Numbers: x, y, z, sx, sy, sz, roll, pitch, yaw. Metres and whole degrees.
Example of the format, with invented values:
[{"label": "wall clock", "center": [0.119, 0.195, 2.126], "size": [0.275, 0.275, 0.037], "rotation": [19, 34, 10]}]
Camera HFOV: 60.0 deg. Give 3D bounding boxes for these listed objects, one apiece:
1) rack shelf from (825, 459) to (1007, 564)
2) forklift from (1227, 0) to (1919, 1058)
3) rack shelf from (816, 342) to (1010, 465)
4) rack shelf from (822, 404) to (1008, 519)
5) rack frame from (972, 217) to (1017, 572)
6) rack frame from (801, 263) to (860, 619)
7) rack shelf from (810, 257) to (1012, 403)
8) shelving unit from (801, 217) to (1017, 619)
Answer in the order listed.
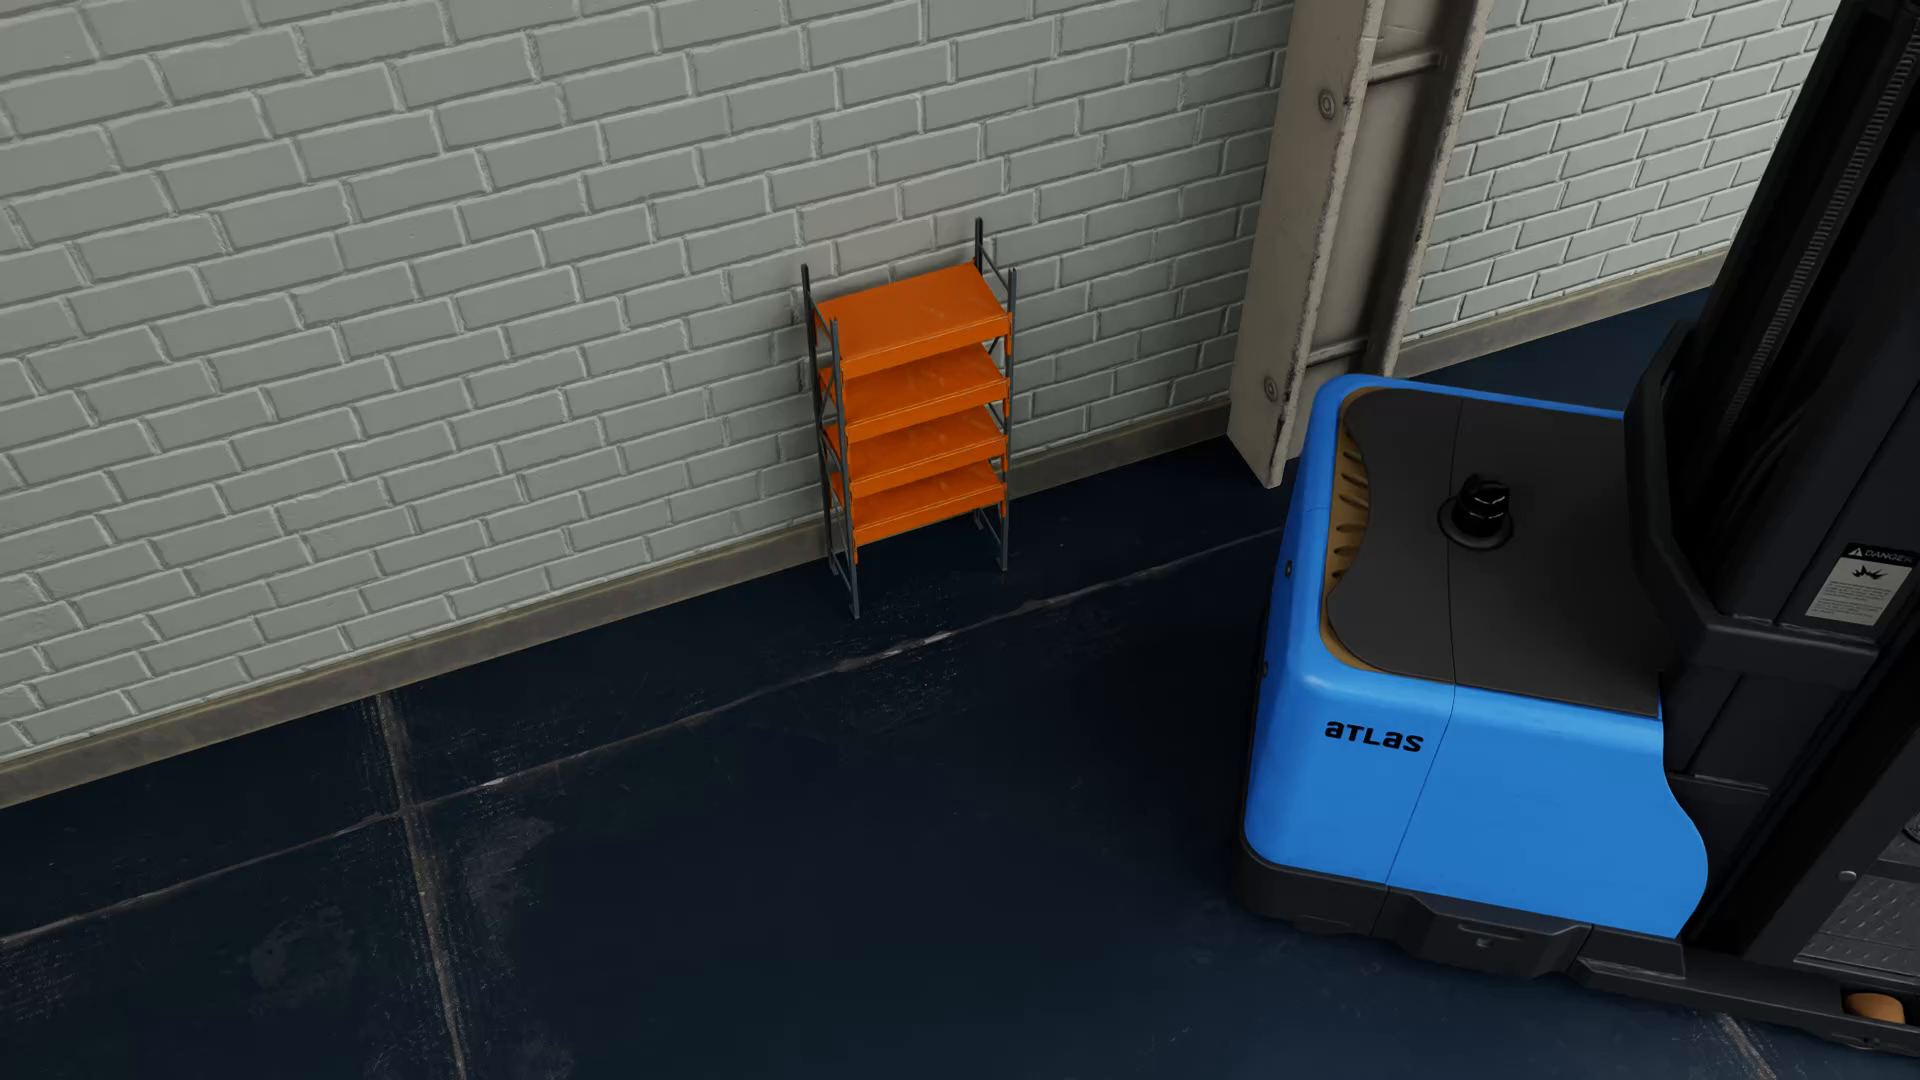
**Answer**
[{"label": "rack shelf", "center": [-0.132, -0.134, 4.925], "size": [0.480, 0.148, 0.258], "rotation": [-18, 52, -15]}, {"label": "forklift", "center": [2.276, -0.095, 3.400], "size": [3.031, 2.935, 1.130], "rotation": [9, 50, 8]}, {"label": "rack shelf", "center": [-0.132, -0.409, 4.604], "size": [0.480, 0.148, 0.258], "rotation": [-18, 52, -15]}, {"label": "rack shelf", "center": [-0.132, -0.263, 4.774], "size": [0.480, 0.148, 0.258], "rotation": [-18, 52, -15]}, {"label": "rack frame", "center": [0.093, -0.379, 4.784], "size": [0.015, 1.200, 0.240], "rotation": [-18, 52, -15]}, {"label": "rack frame", "center": [-0.357, -0.236, 4.661], "size": [0.015, 1.200, 0.240], "rotation": [-18, 52, -15]}, {"label": "rack shelf", "center": [-0.132, -0.563, 4.425], "size": [0.480, 0.148, 0.258], "rotation": [-18, 52, -15]}, {"label": "shelving unit", "center": [-0.132, -0.307, 4.723], "size": [0.503, 1.200, 0.258], "rotation": [-18, 52, -15]}]
